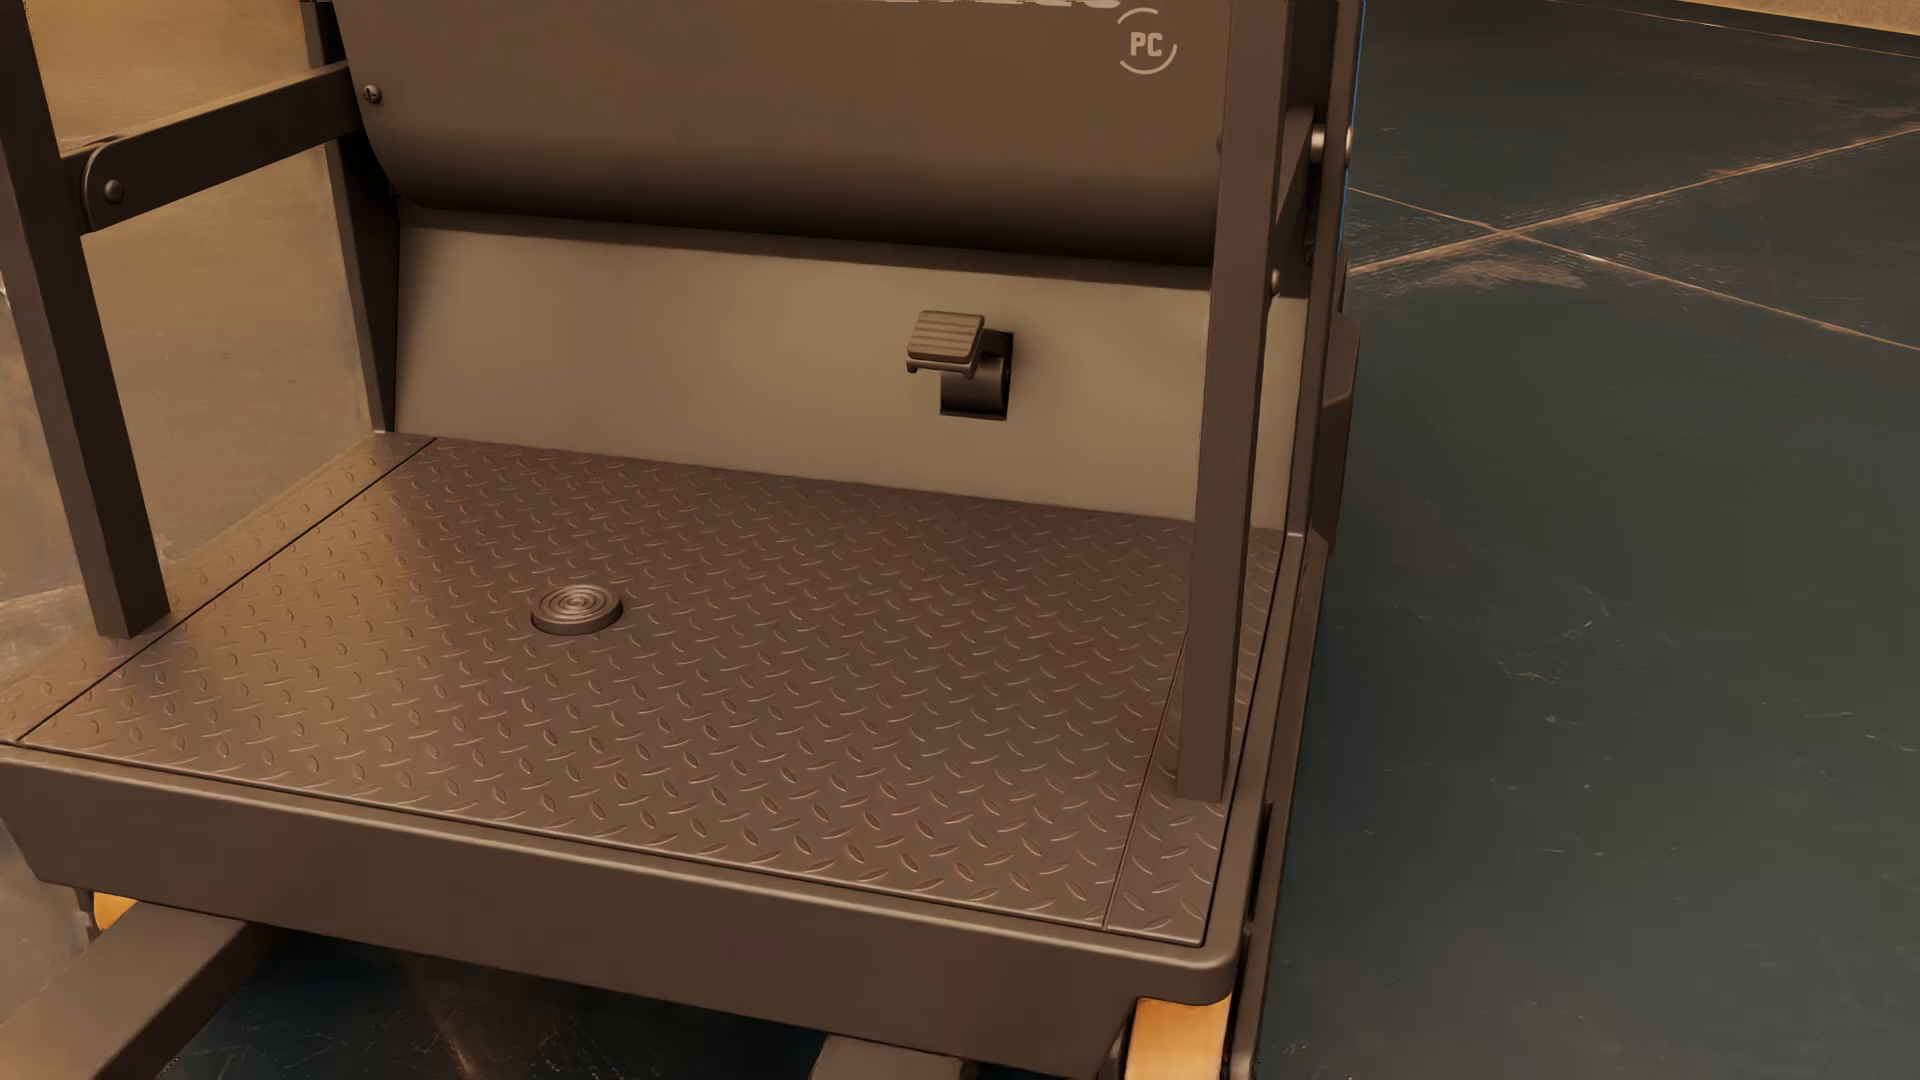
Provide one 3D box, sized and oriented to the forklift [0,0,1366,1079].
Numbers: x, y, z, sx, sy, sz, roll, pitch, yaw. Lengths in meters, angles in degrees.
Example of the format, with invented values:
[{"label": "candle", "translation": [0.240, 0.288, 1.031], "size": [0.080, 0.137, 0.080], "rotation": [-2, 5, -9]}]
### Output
[{"label": "forklift", "translation": [-0.220, -0.968, 1.161], "size": [1.130, 2.935, 3.031], "rotation": [7, 27, 13]}]
